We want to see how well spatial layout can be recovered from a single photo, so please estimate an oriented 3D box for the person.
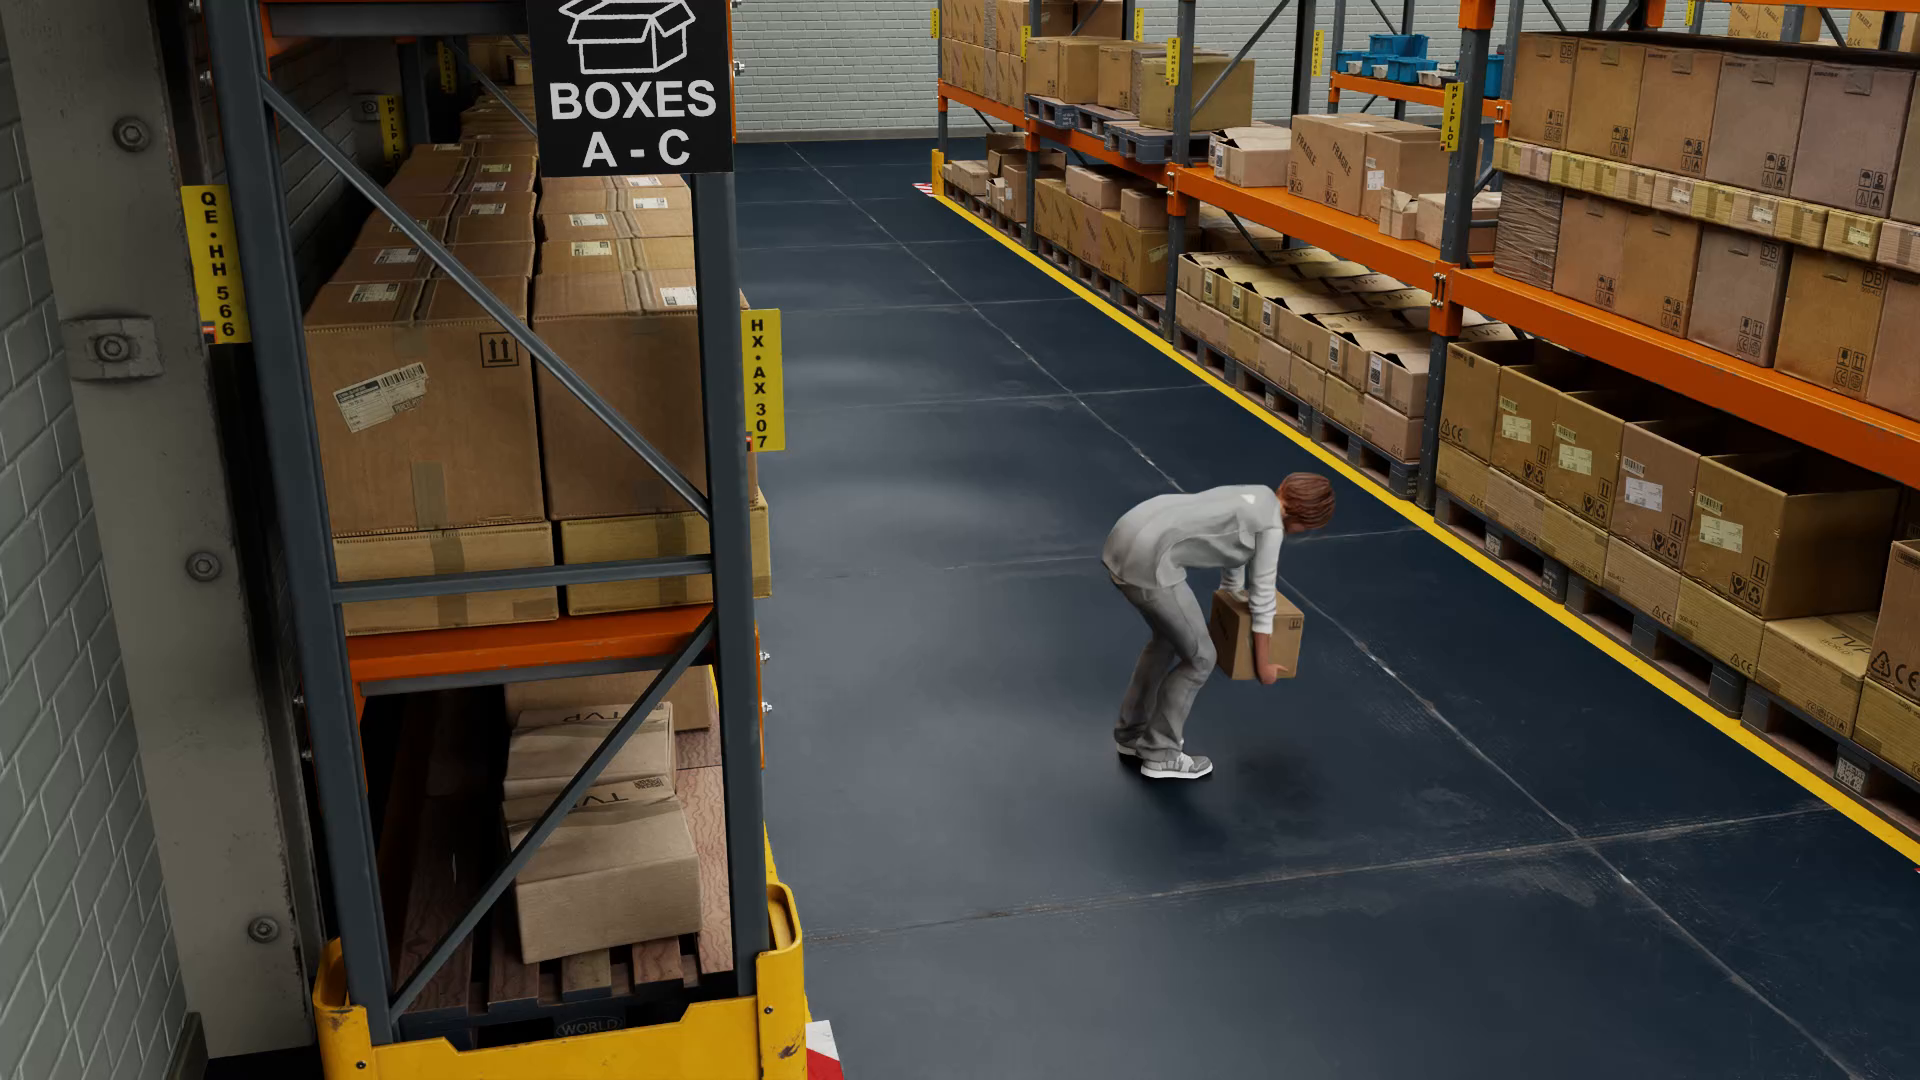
[{"bbox_3d":[0.925,0.301,6.008,0.858,1.088,0.384,-5,21,-14],"label":"person"}]
